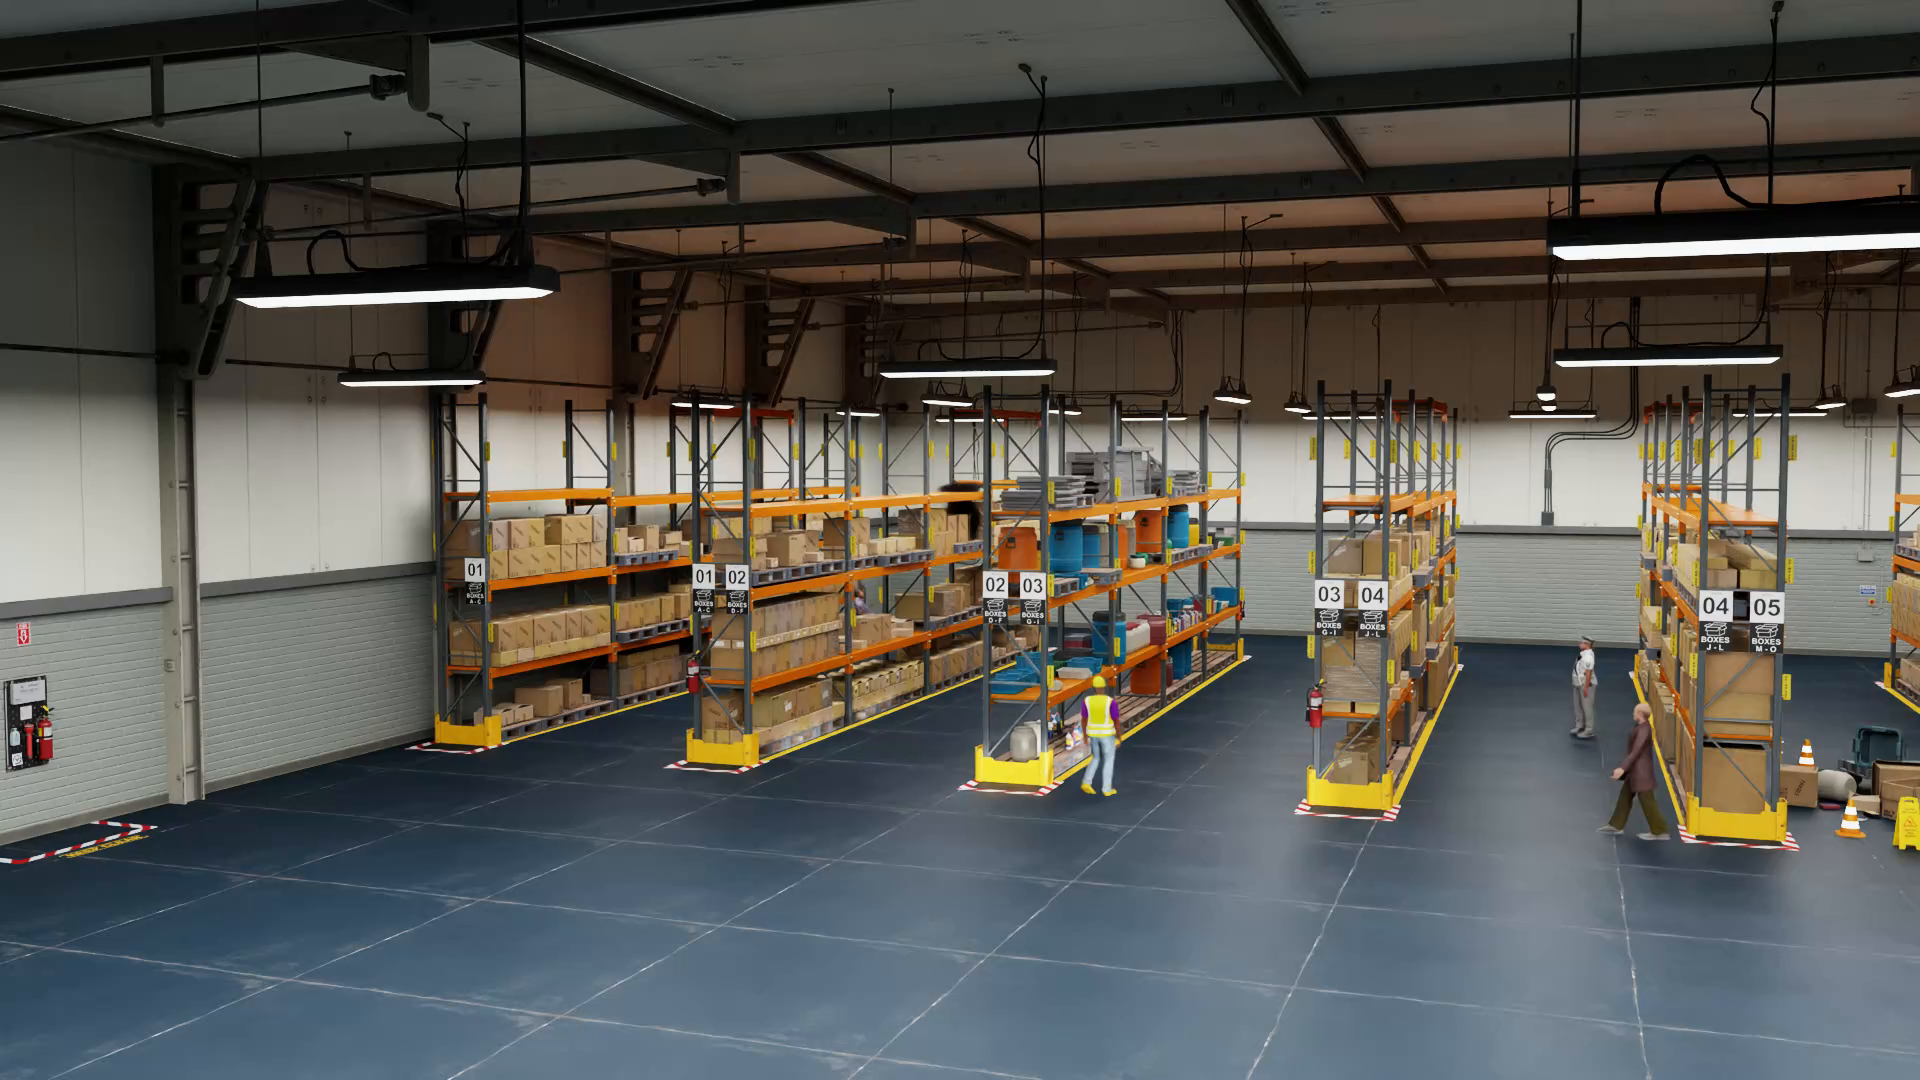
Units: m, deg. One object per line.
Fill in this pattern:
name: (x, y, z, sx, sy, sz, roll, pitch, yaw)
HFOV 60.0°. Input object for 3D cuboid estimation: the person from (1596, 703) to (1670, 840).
person: (8.658, 2.979, 21.376, 0.904, 1.769, 0.676, 1, 3, 26)

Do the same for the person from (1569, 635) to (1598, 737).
person: (10.961, 2.554, 29.229, 0.438, 1.779, 0.570, 0, 3, -4)

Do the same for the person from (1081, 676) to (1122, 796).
person: (2.075, 2.848, 24.194, 0.590, 1.762, 0.515, 2, 4, 39)

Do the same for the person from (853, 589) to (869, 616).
person: (-2.275, 1.957, 38.809, 0.429, 1.650, 0.509, -1, 3, -26)
